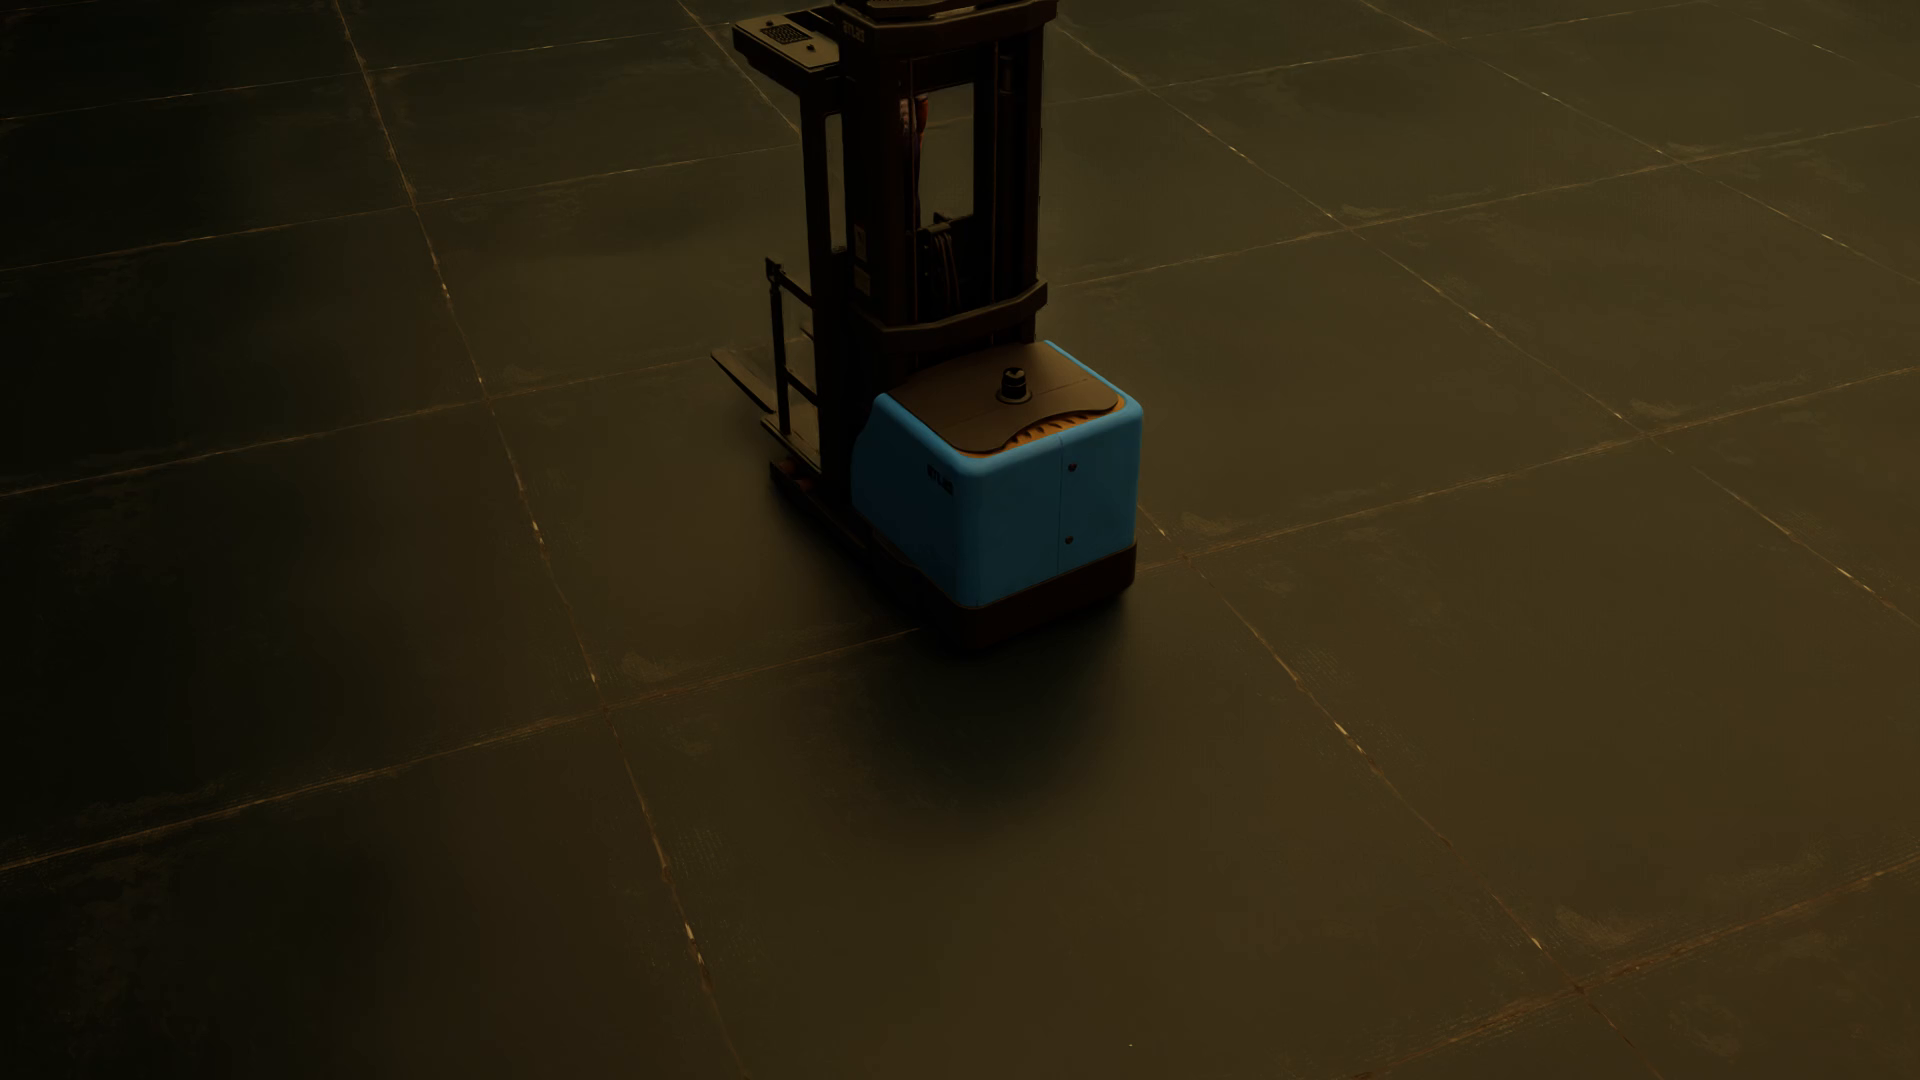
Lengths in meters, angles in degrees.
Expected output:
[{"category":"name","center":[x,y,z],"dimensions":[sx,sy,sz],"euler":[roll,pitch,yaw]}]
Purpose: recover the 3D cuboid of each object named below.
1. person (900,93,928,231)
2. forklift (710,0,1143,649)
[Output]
[{"category":"person","center":[-0.499,-2.578,10.822],"dimensions":[0.590,1.653,0.495],"euler":[-18,39,-24]},{"category":"forklift","center":[-0.366,-1.500,8.208],"dimensions":[1.130,2.935,3.031],"euler":[-21,40,-27]}]
